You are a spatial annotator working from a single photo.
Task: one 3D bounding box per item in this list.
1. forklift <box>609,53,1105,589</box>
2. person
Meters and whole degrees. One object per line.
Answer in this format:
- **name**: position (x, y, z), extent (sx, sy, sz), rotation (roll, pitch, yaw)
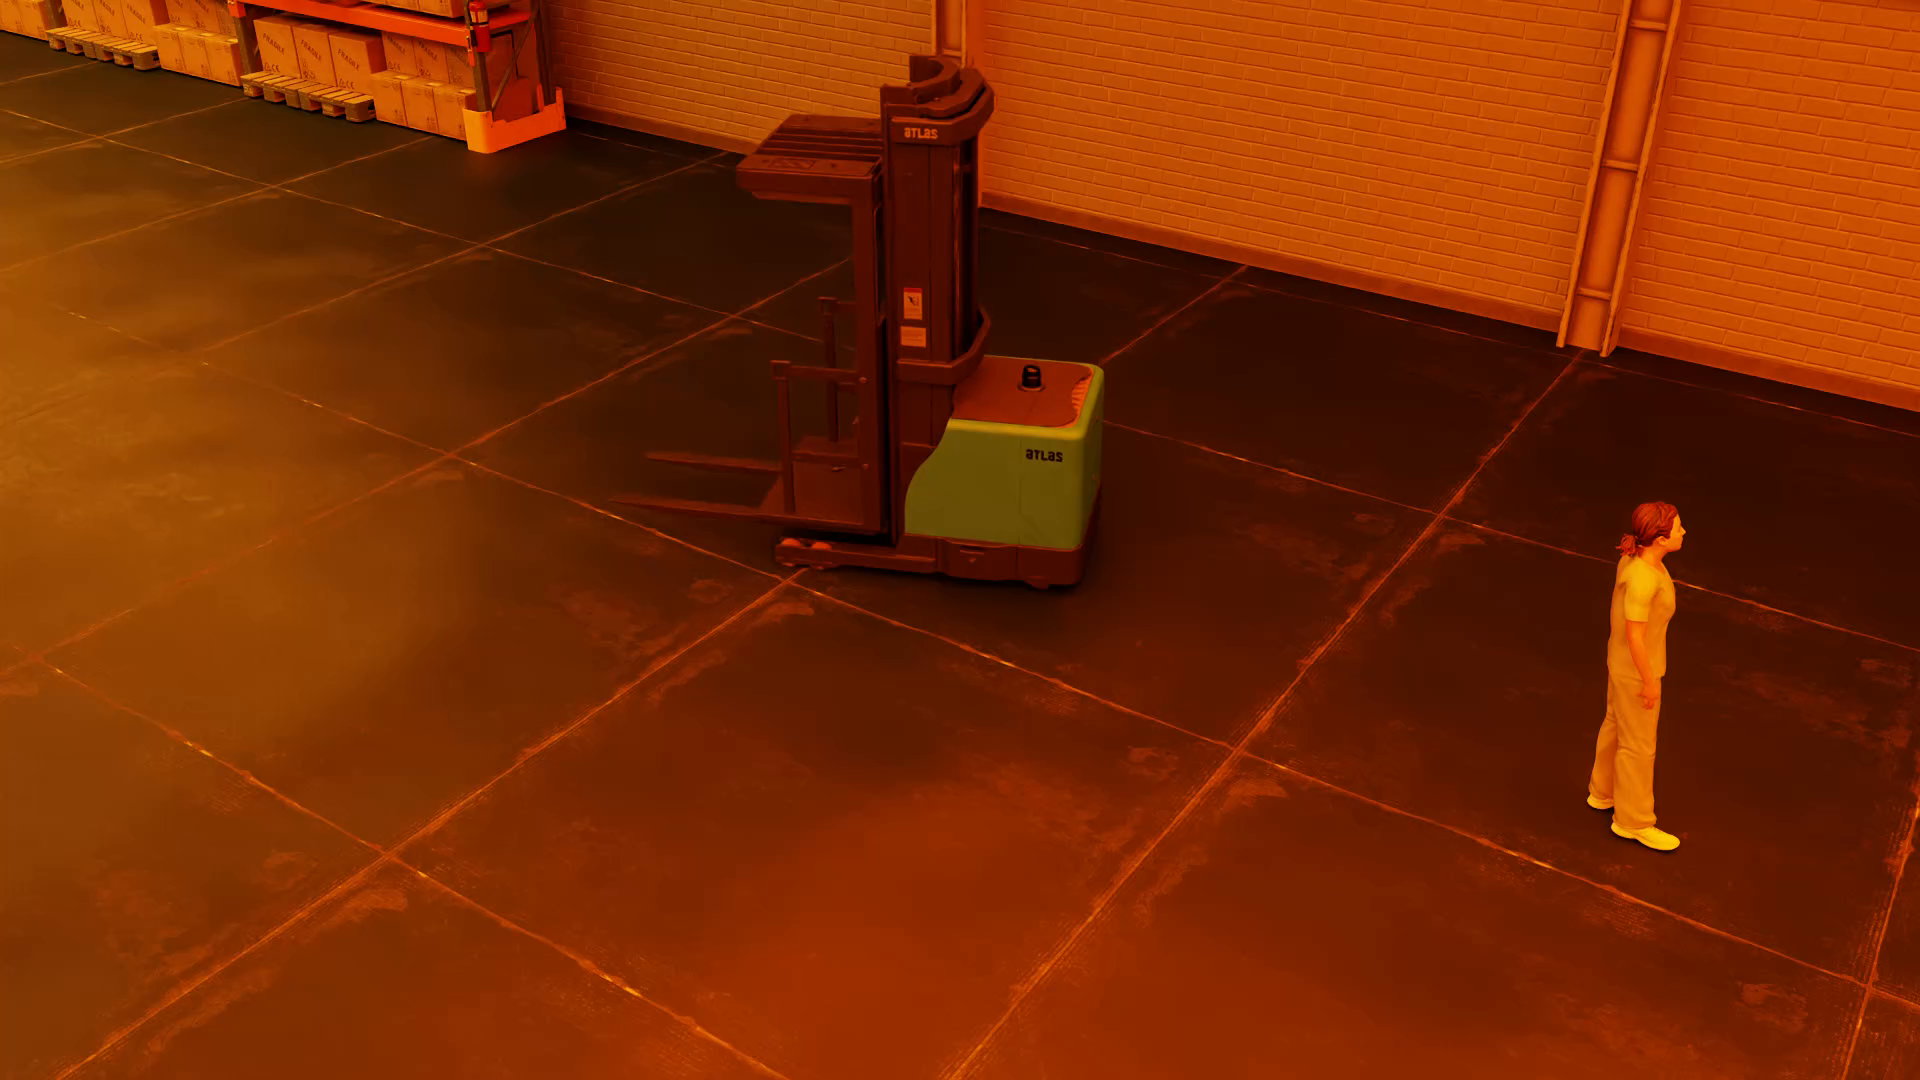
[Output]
- **forklift**: position (-0.669, -1.338, 9.885), extent (3.031, 2.935, 1.130), rotation (6, 31, 10)
- **person**: position (3.238, 0.601, 7.783), extent (0.550, 1.676, 0.550), rotation (9, 31, 15)
